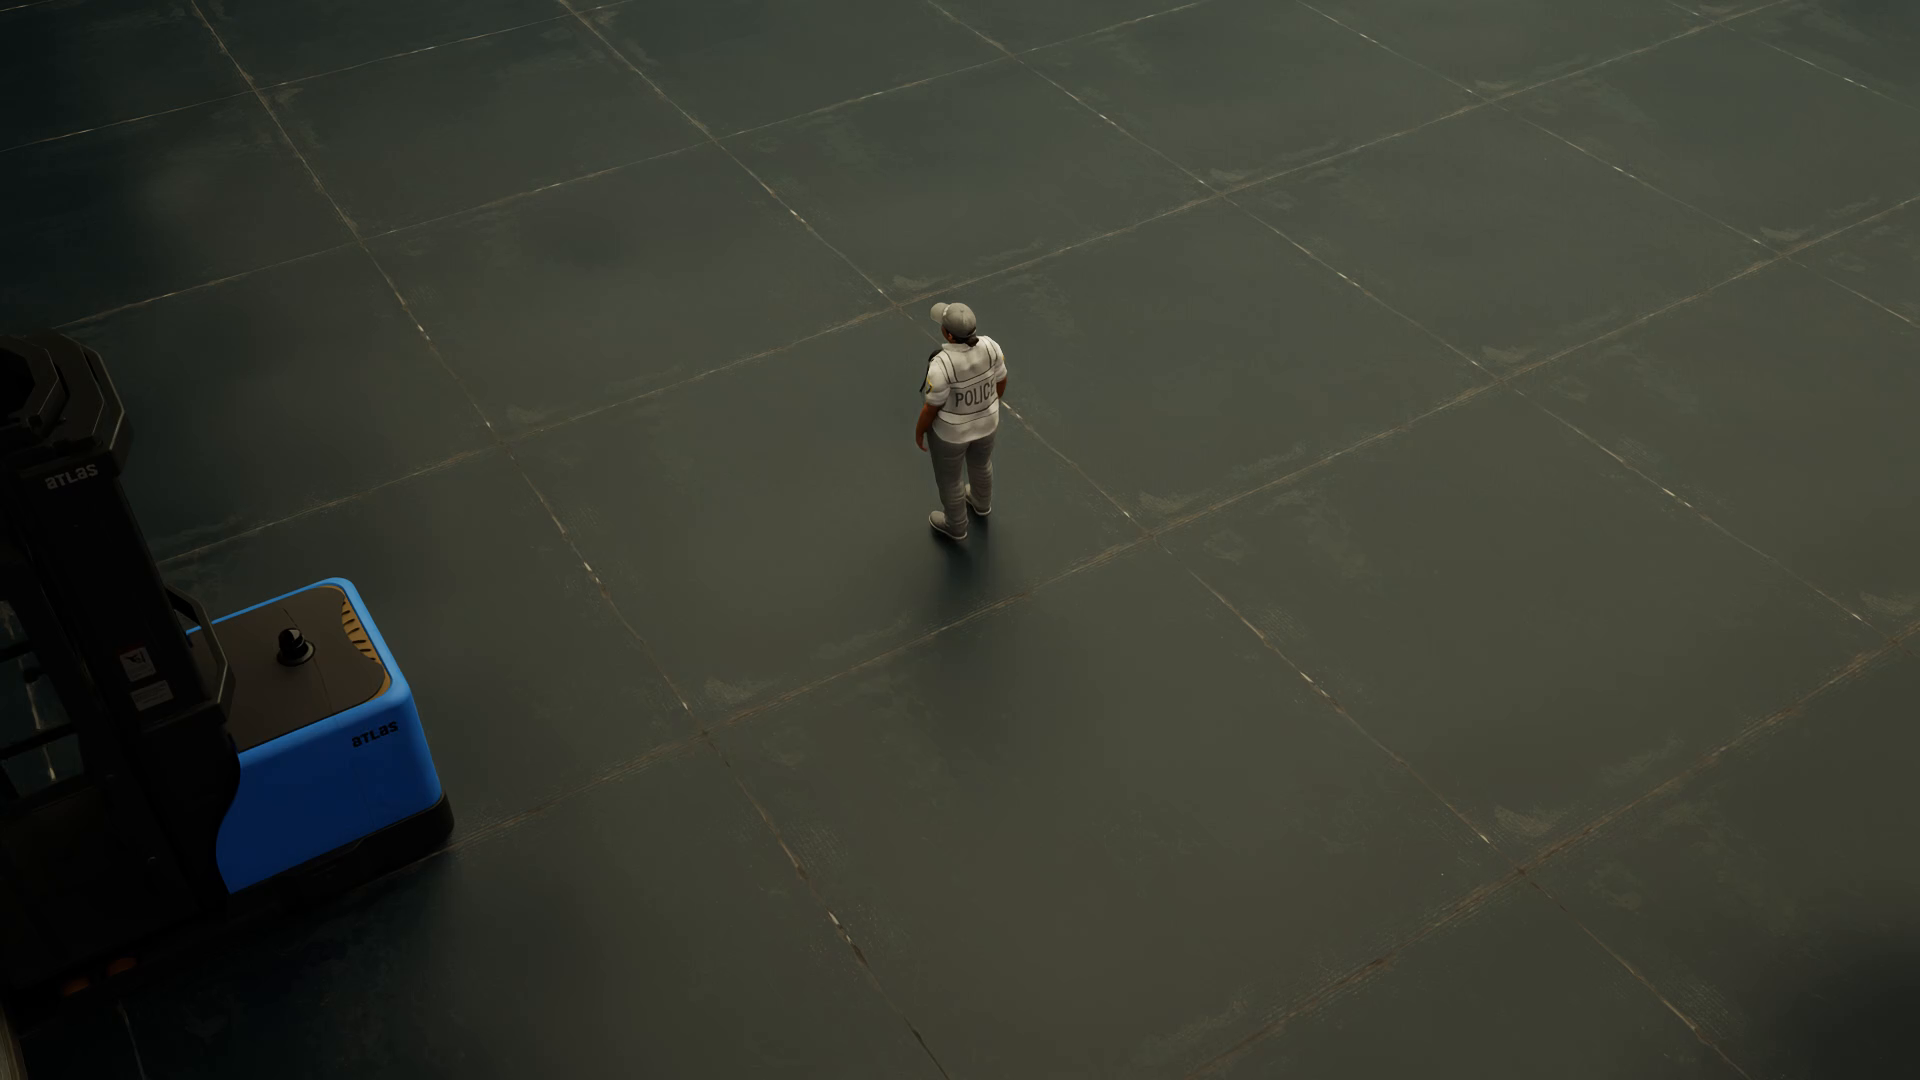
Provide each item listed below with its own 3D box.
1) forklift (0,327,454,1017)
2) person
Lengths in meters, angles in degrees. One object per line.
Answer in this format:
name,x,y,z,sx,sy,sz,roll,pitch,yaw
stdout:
forklift,-4.056,0.660,7.116,3.031,2.935,1.130,-23,46,-24
person,-0.022,-0.714,9.576,0.598,1.669,0.528,-23,46,-24
